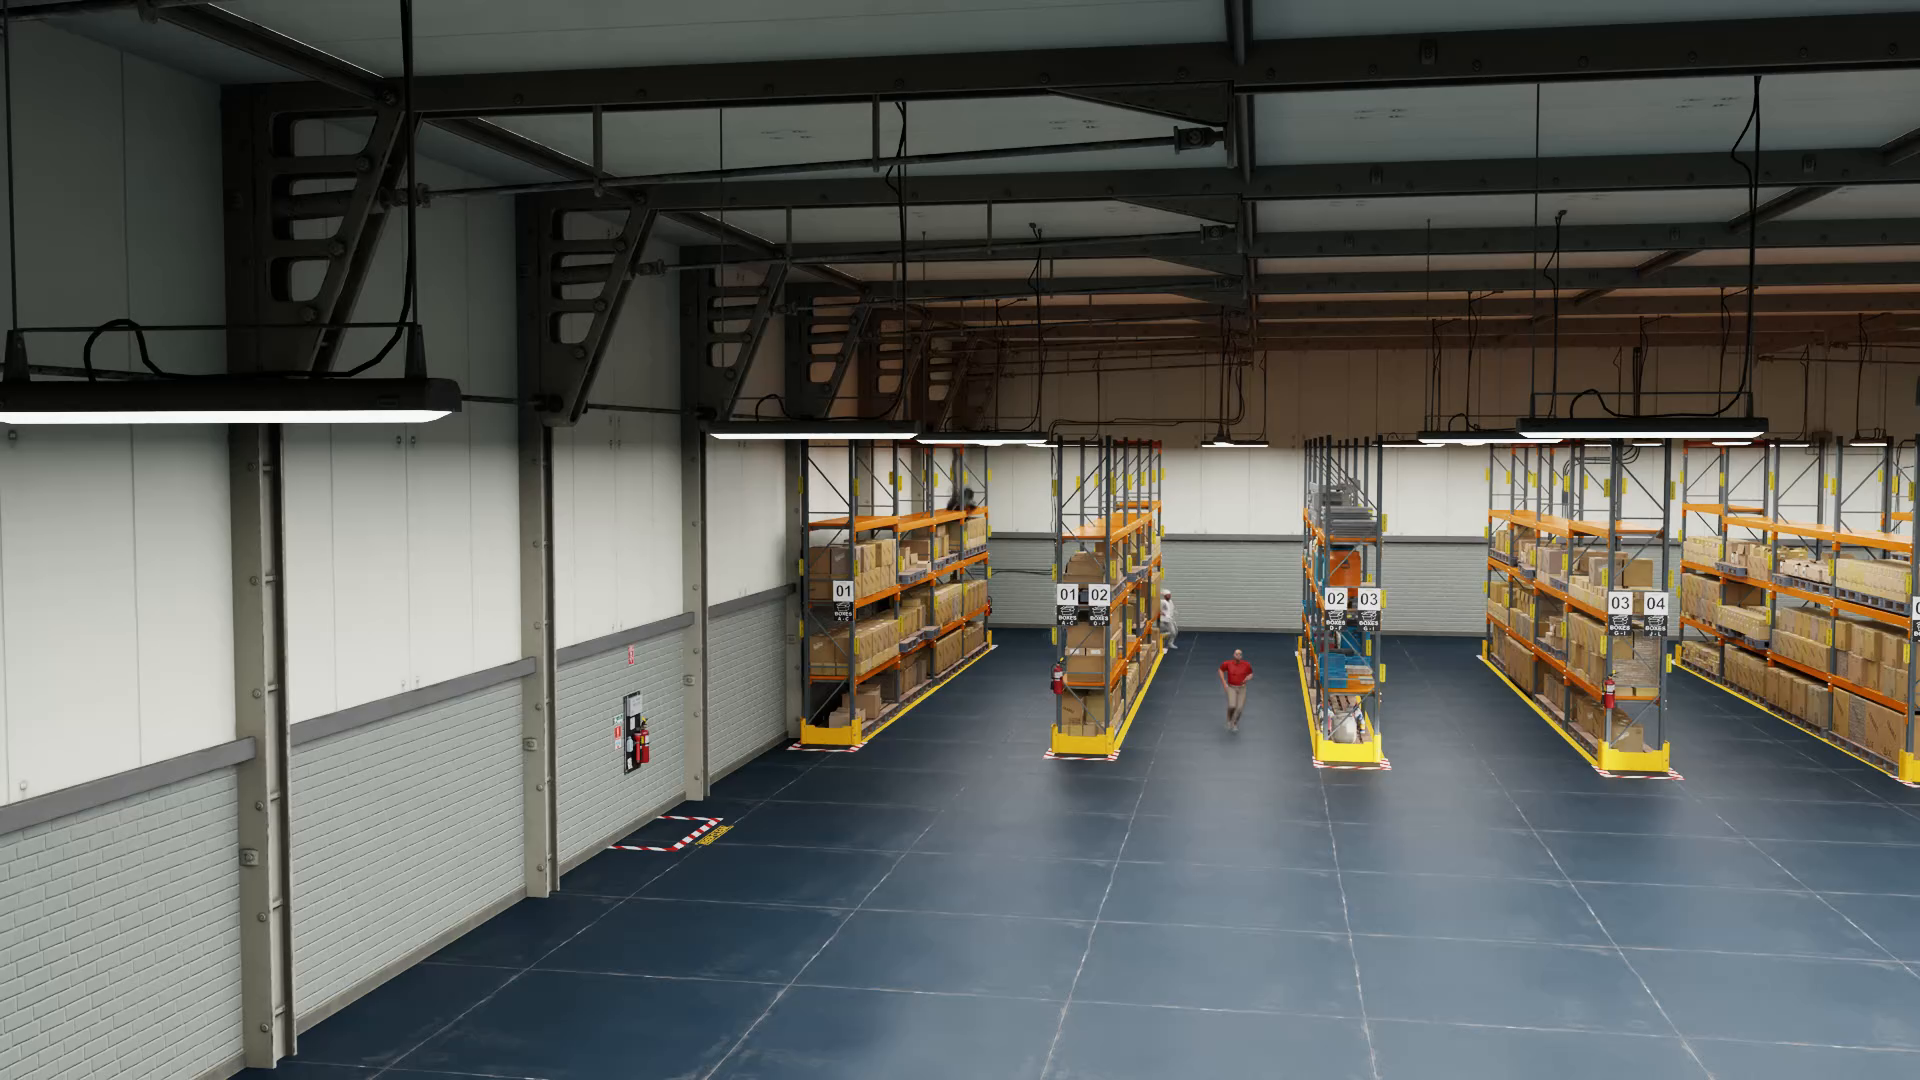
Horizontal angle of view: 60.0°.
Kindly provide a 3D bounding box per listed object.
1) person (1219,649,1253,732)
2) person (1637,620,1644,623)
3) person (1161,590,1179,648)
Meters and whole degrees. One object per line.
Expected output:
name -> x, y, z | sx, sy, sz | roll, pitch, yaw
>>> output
person -> 5.602, 3.049, 33.647 | 0.656, 1.687, 0.673 | 0, 3, -1
person -> 17.914, 2.552, 43.525 | 0.564, 1.714, 0.745 | 1, 3, 17
person -> 5.977, 2.285, 48.007 | 0.578, 1.703, 0.688 | 2, 3, 27
